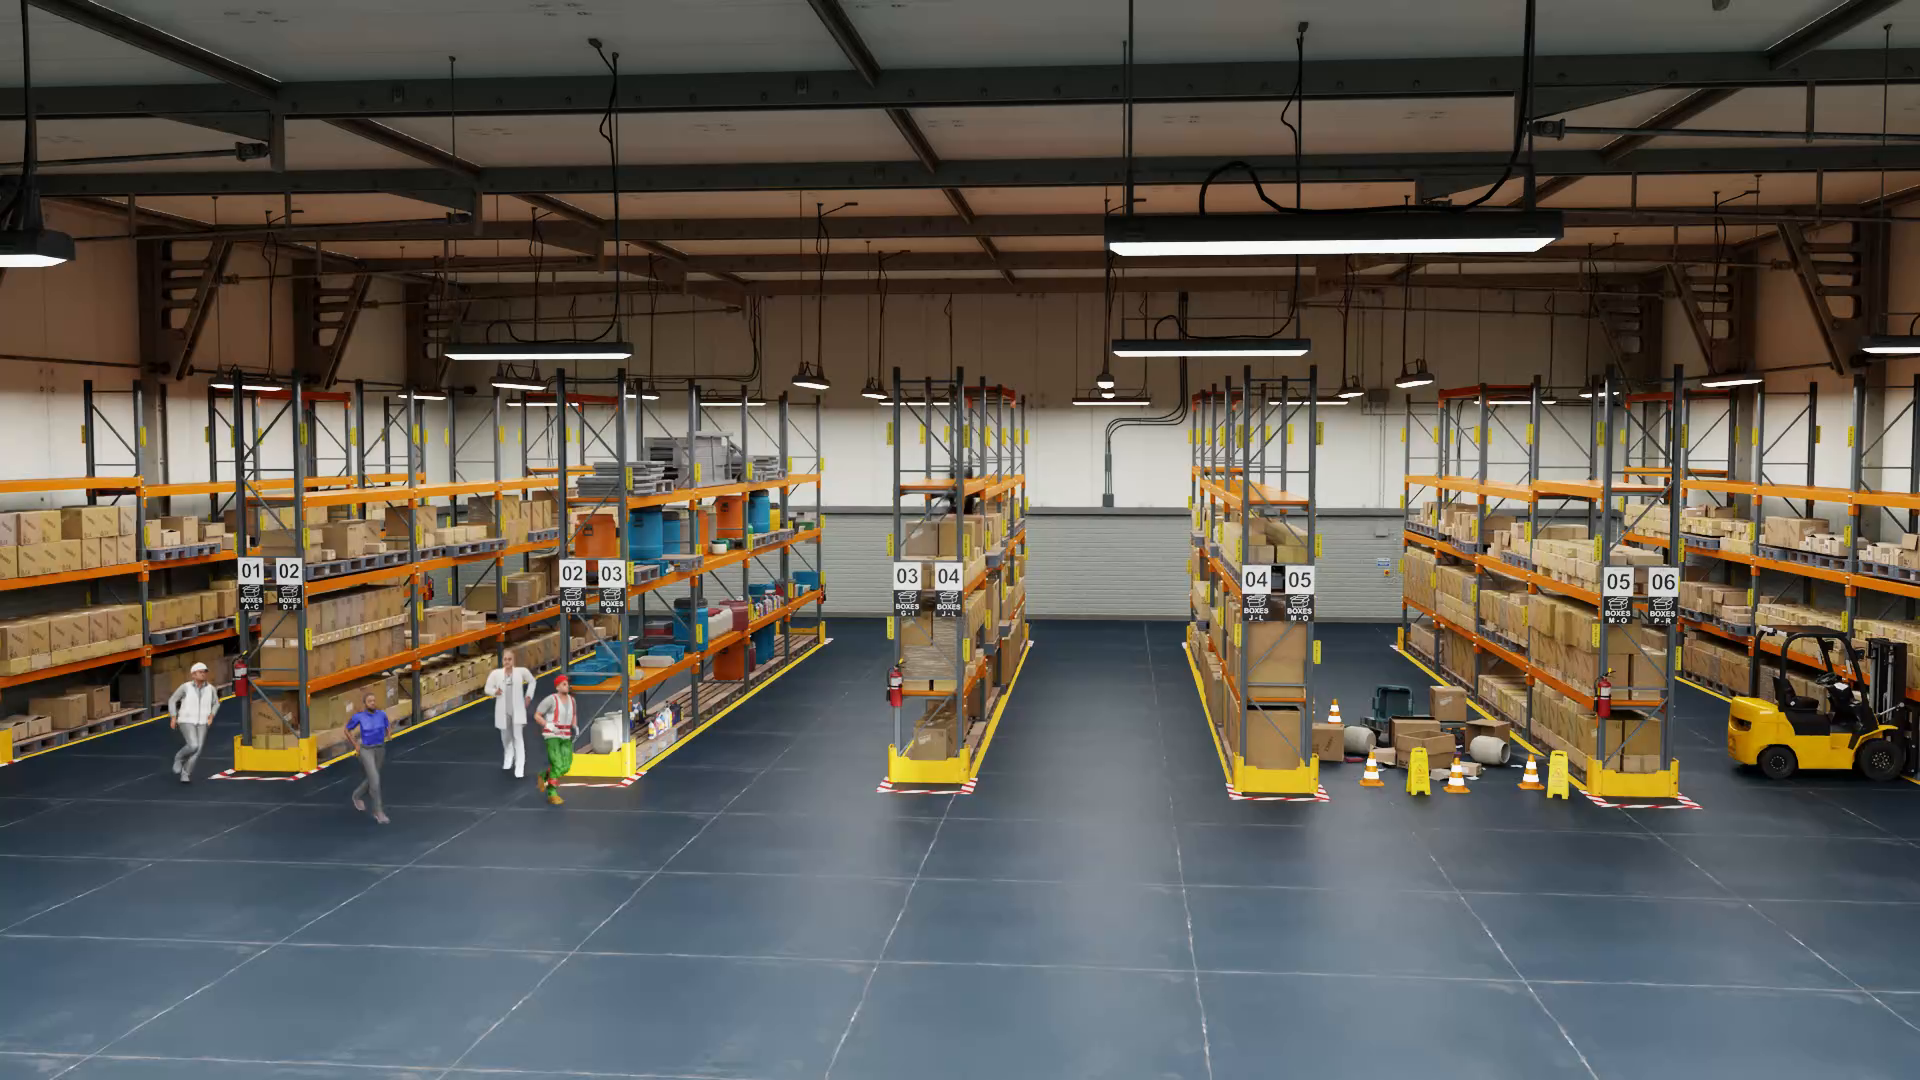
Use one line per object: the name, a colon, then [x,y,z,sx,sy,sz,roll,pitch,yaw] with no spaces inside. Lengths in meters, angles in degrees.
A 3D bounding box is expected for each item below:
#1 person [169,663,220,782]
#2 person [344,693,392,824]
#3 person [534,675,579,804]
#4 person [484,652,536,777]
person: [-11.095,2.652,24.203,0.684,1.694,0.534,-3,5,-43]
person: [-7.717,2.832,21.800,0.870,1.662,0.566,3,5,39]
person: [-5.559,2.721,22.950,0.655,1.729,0.694,3,5,41]
person: [-6.663,2.539,24.591,0.728,1.782,1.028,0,4,-7]
